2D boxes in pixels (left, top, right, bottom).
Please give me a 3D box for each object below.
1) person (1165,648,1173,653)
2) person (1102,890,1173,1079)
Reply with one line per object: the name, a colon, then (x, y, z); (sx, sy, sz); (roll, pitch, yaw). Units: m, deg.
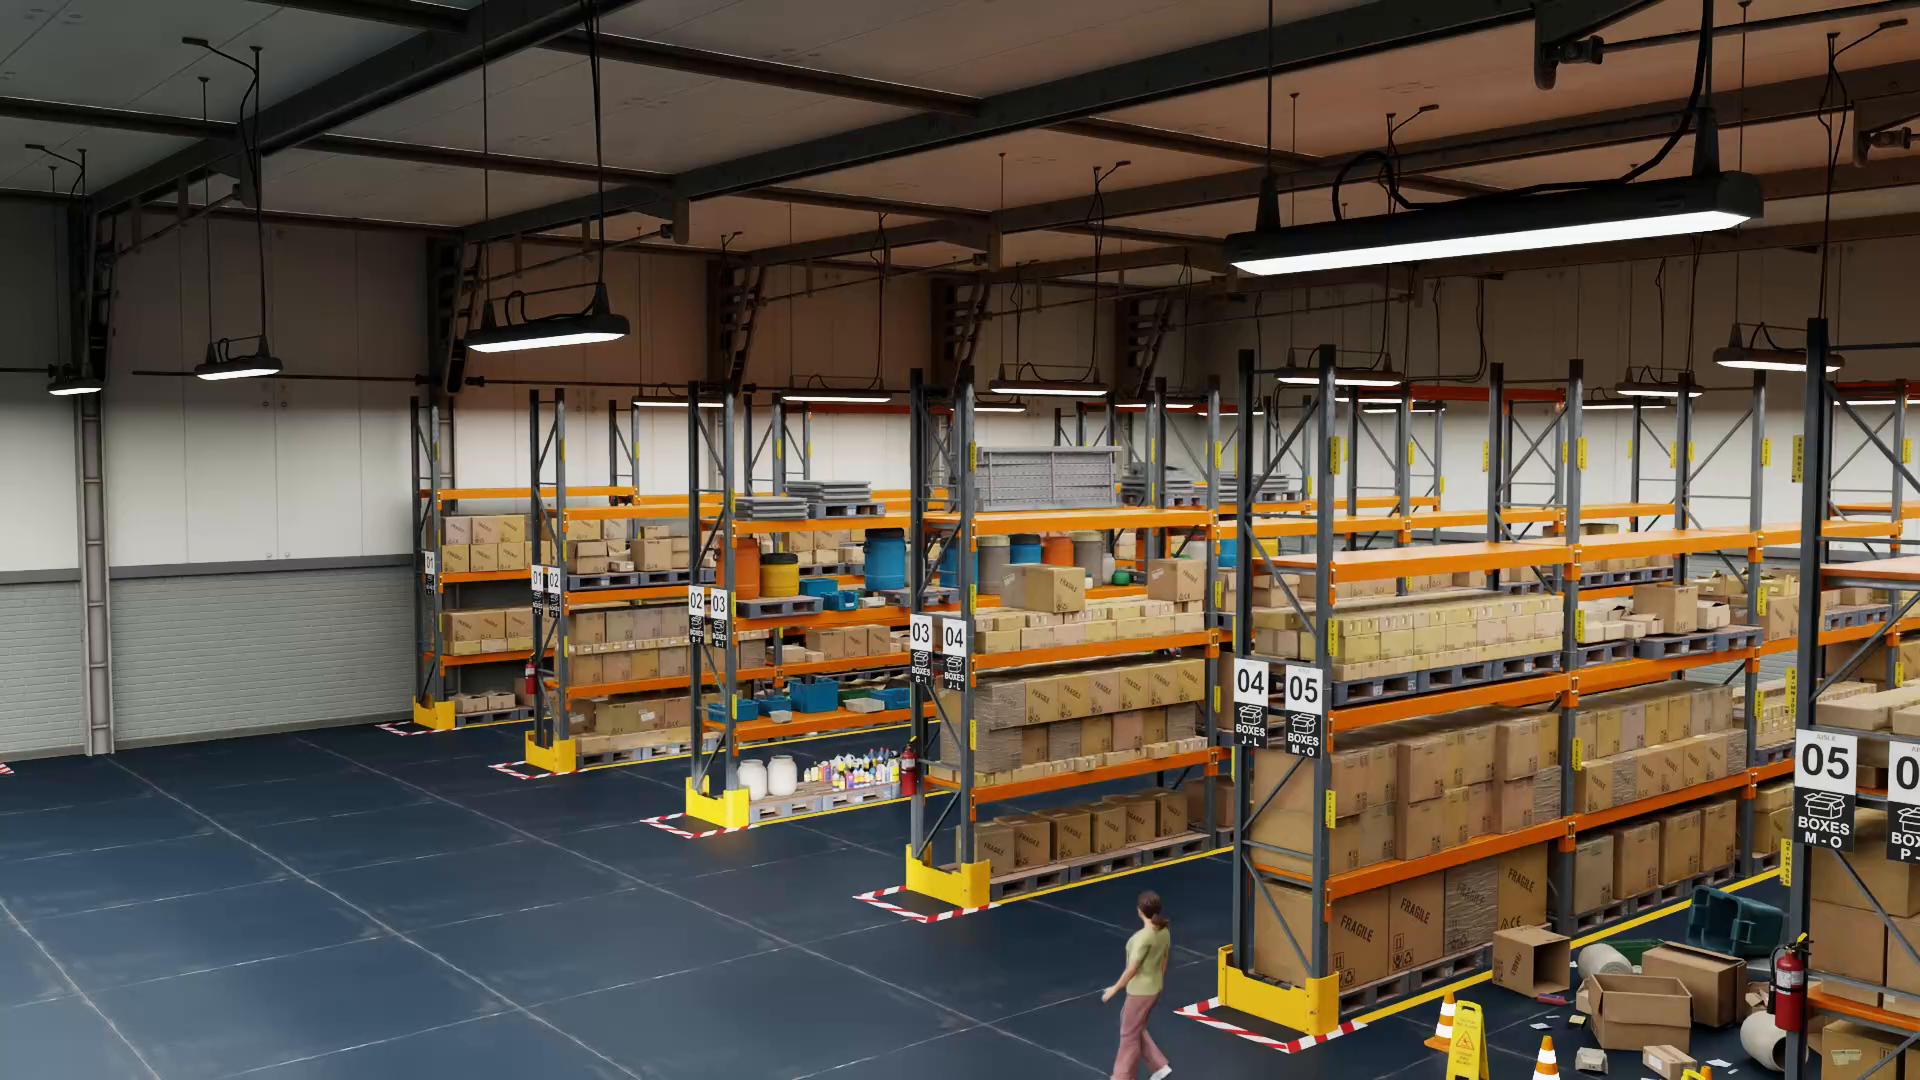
person: (4.082, 2.388, 33.034); (0.453, 1.642, 0.951); (3, 5, 44)
person: (1.366, 3.558, 13.096); (0.610, 1.650, 0.505); (1, 4, 22)
